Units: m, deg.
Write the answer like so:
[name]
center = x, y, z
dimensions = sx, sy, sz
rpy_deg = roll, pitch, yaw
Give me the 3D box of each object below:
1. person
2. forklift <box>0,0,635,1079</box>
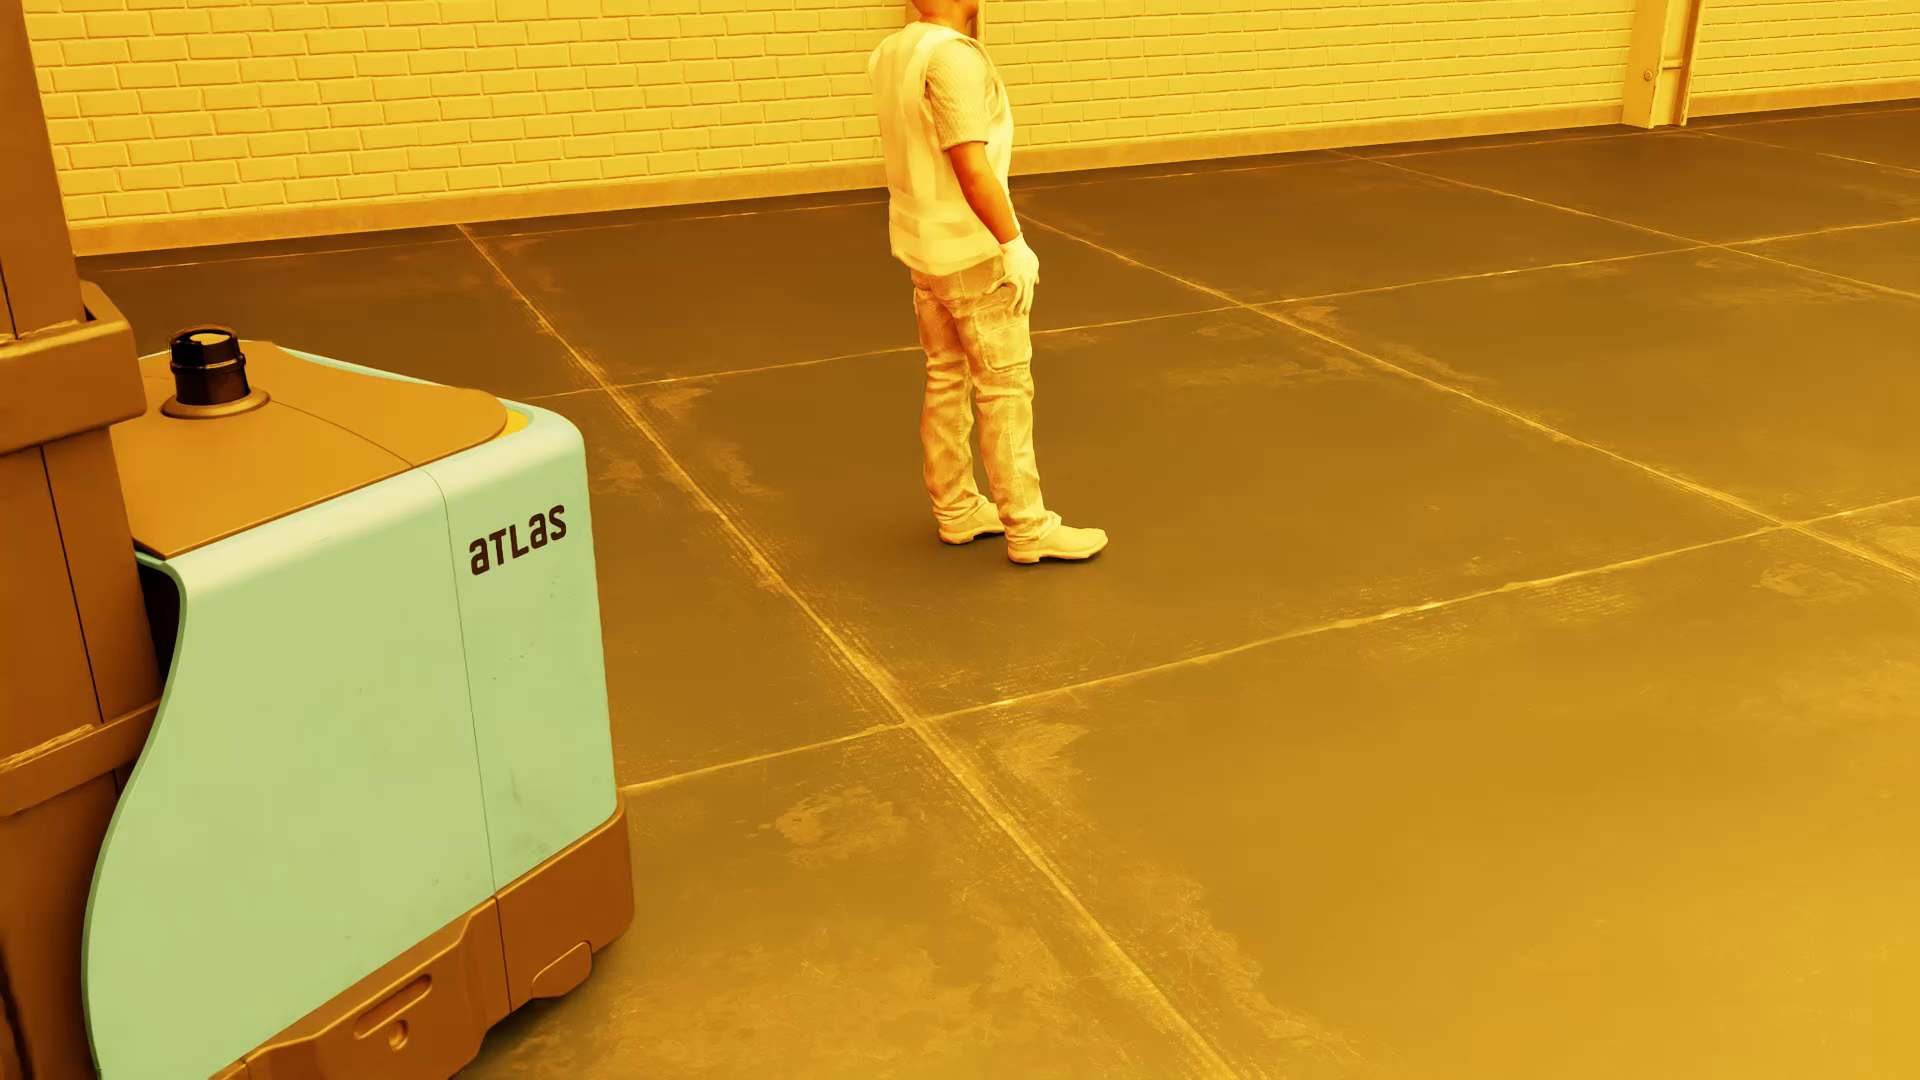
[person]
center = 0.069, -0.839, 4.784
dimensions = 0.575, 1.784, 0.656
rpy_deg = -10, 25, -23
[forklift]
center = -1.842, -0.198, 1.763
dimensions = 1.130, 2.935, 3.031
rpy_deg = 14, 26, 30
